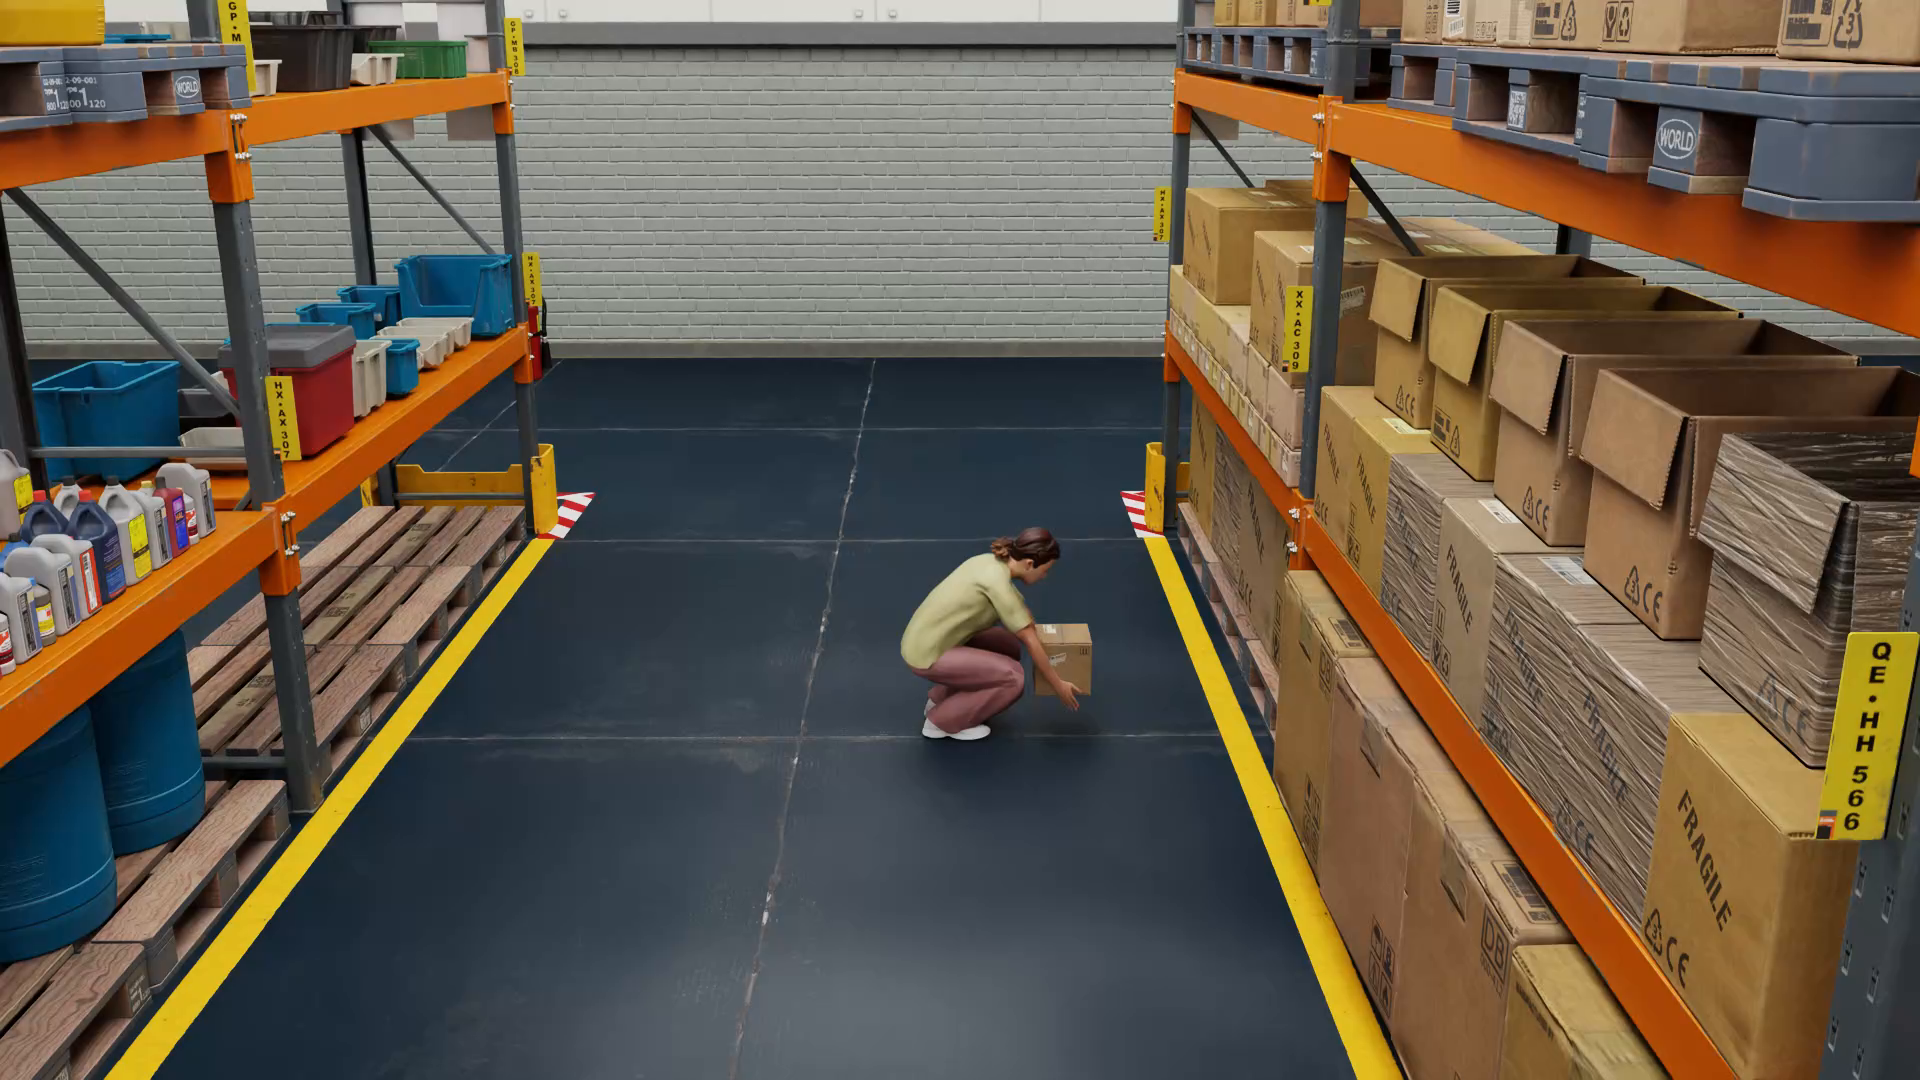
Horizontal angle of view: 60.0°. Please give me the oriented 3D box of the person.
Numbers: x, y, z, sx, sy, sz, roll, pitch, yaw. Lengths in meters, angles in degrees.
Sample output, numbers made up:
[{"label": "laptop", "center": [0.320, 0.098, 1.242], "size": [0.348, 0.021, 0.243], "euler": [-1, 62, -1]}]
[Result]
[{"label": "person", "center": [0.139, 0.408, 7.496], "size": [0.816, 0.937, 0.474], "euler": [0, 17, -1]}]
